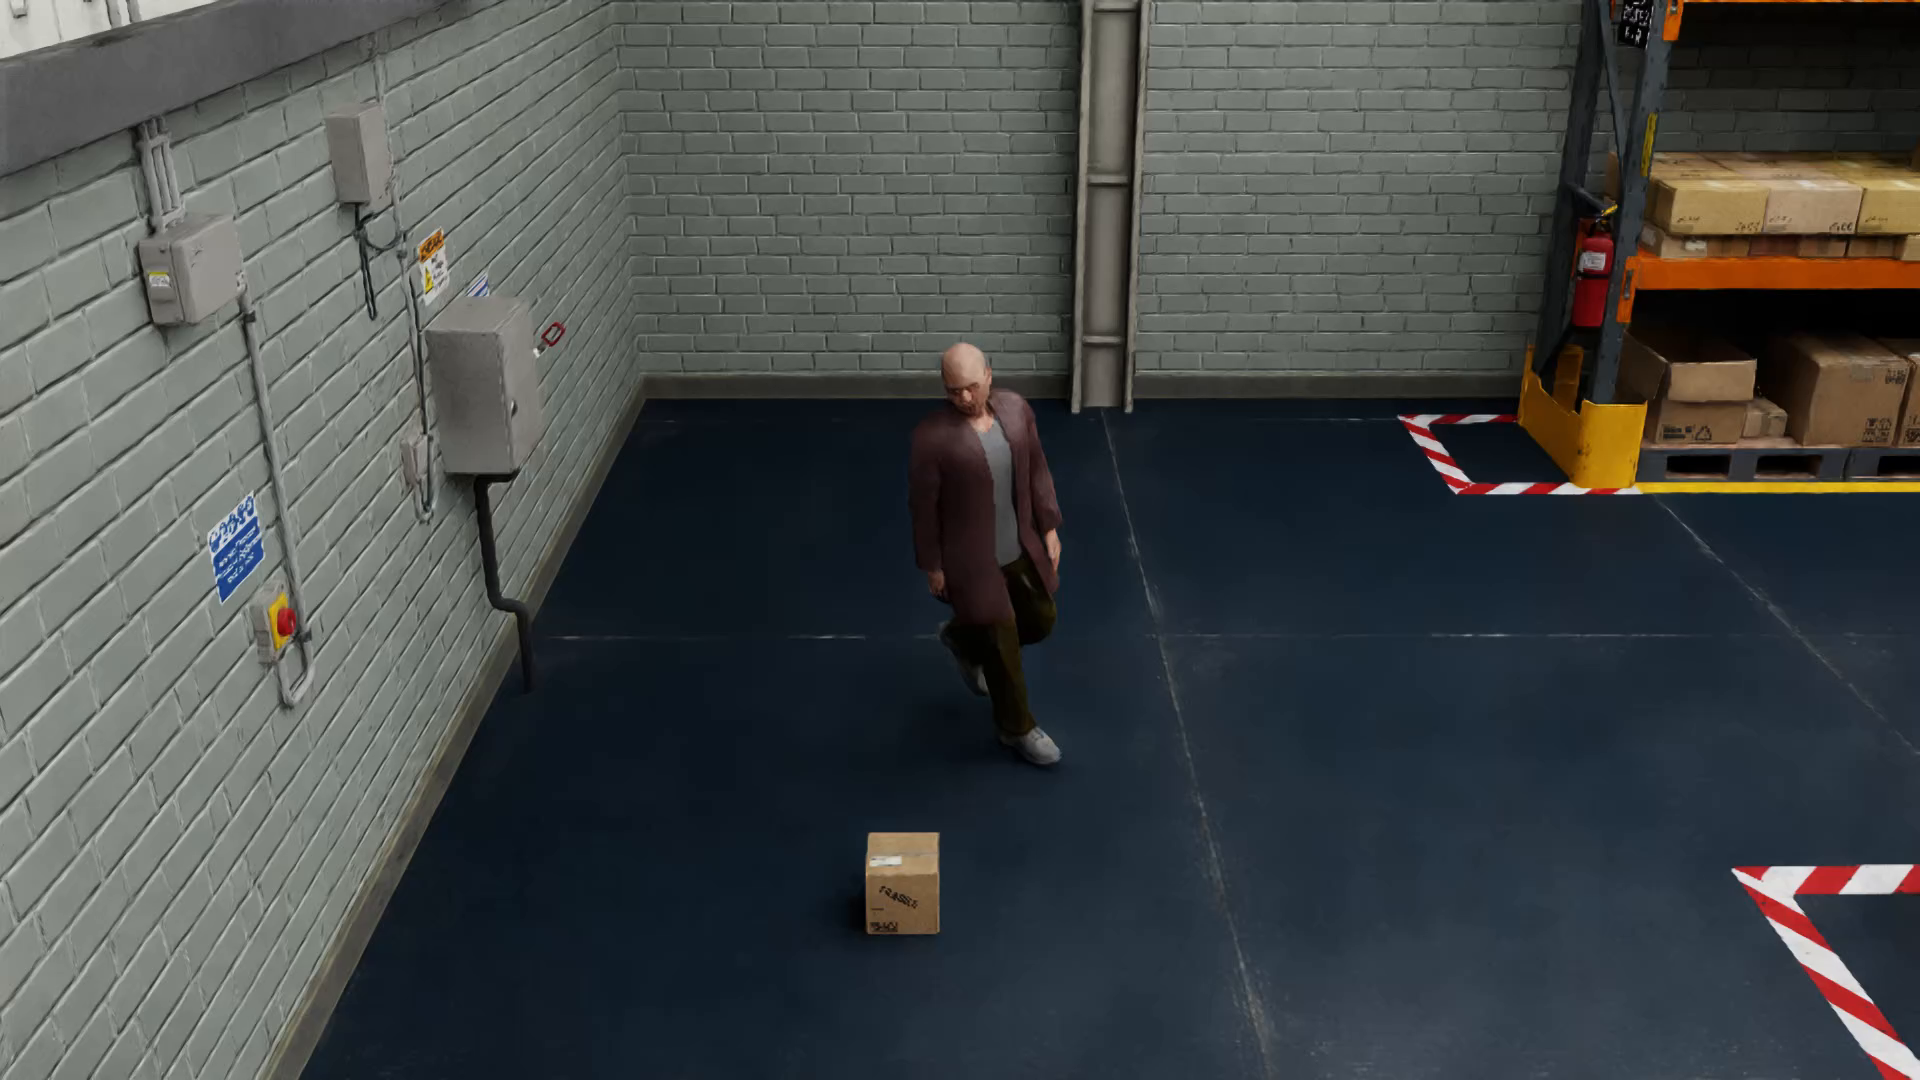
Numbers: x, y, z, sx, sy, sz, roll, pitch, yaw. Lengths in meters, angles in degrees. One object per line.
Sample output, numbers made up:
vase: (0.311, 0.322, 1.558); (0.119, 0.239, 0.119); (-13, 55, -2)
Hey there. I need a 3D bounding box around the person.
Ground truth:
person: (0.080, 0.032, 6.577); (0.625, 1.749, 0.778); (-17, 29, -34)
